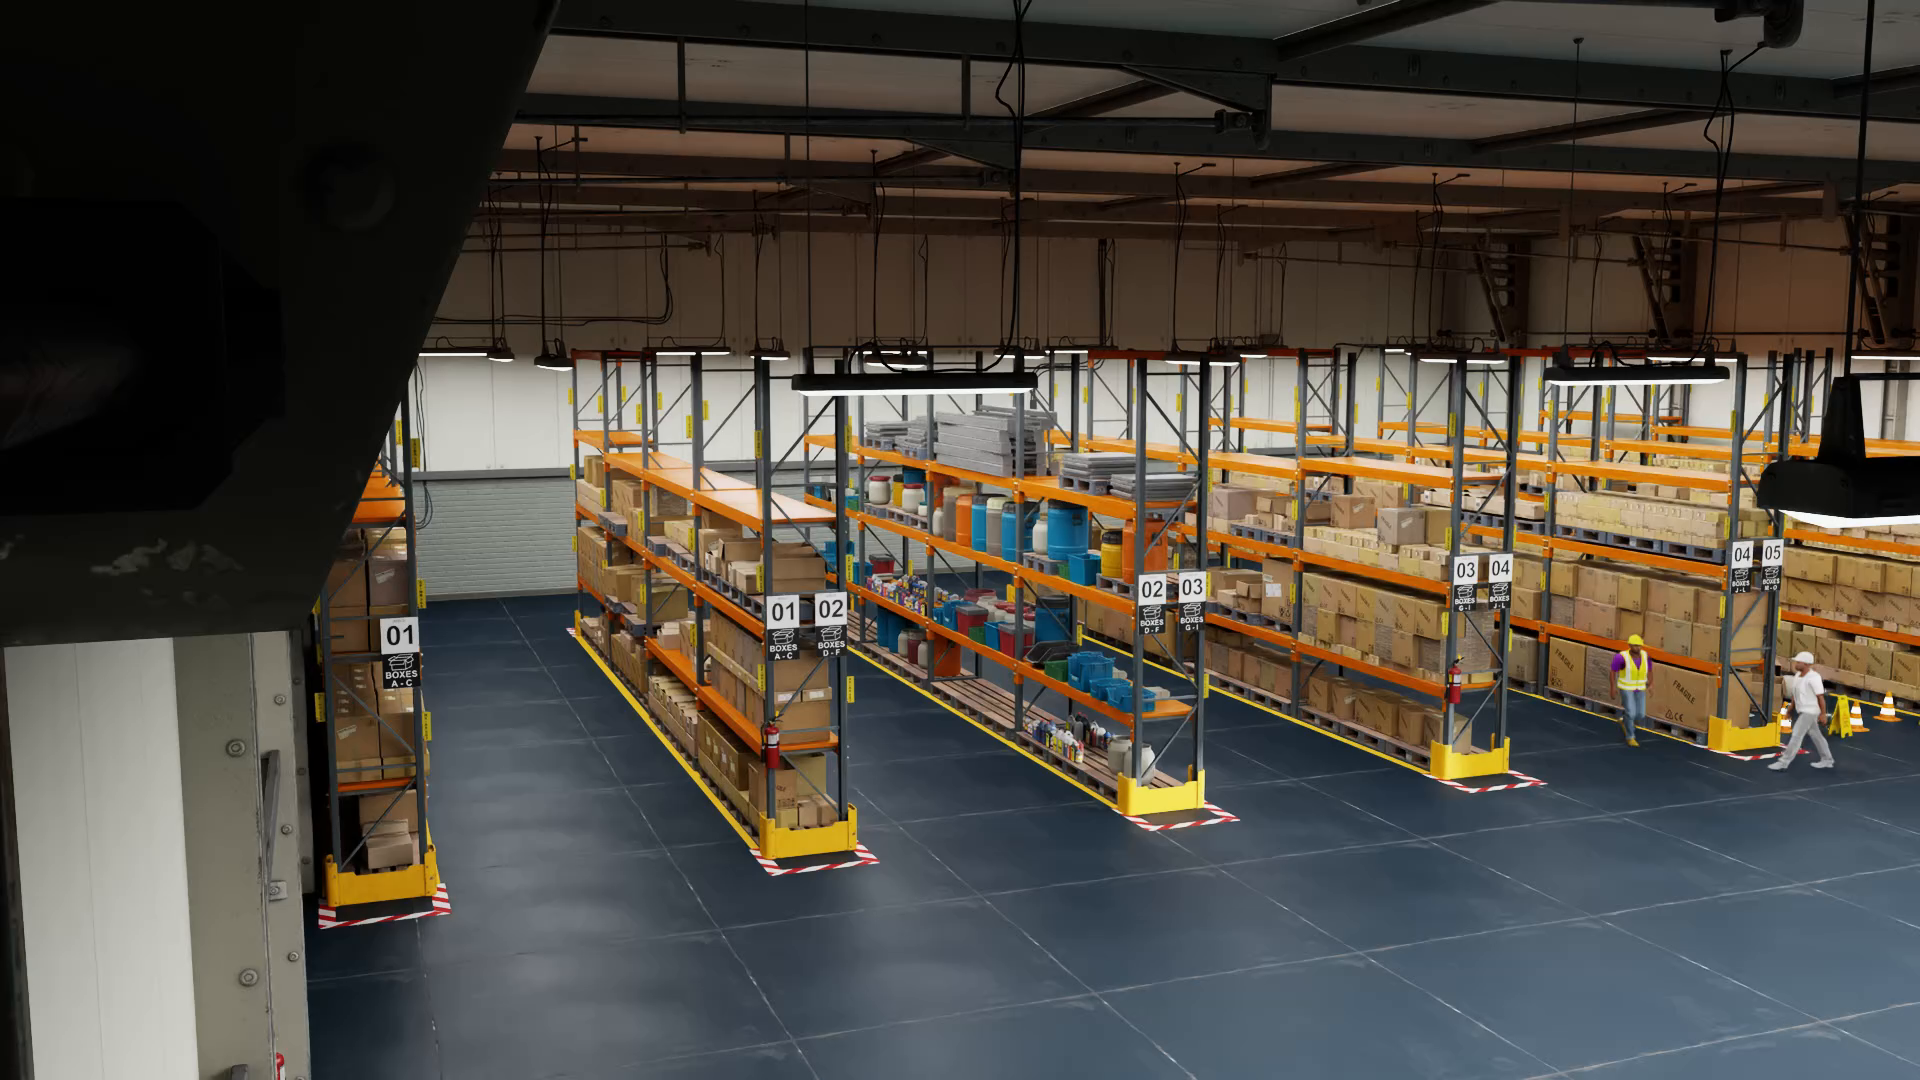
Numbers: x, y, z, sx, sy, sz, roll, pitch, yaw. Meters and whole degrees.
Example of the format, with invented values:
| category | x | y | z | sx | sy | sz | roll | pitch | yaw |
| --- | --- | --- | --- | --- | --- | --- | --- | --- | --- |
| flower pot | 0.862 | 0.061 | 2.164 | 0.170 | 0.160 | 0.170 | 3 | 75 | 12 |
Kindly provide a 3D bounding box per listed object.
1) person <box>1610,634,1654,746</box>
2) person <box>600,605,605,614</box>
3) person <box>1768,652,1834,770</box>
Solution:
| category | x | y | z | sx | sy | sz | roll | pitch | yaw |
| --- | --- | --- | --- | --- | --- | --- | --- | --- | --- |
| person | 10.347 | 2.284 | 25.717 | 0.630 | 1.732 | 0.717 | -1 | 7 | -7 |
| person | -7.582 | 0.993 | 36.487 | 0.805 | 1.598 | 0.486 | 2 | 7 | 16 |
| person | 12.219 | 2.462 | 24.120 | 0.980 | 1.700 | 0.613 | 1 | 7 | 6 |
